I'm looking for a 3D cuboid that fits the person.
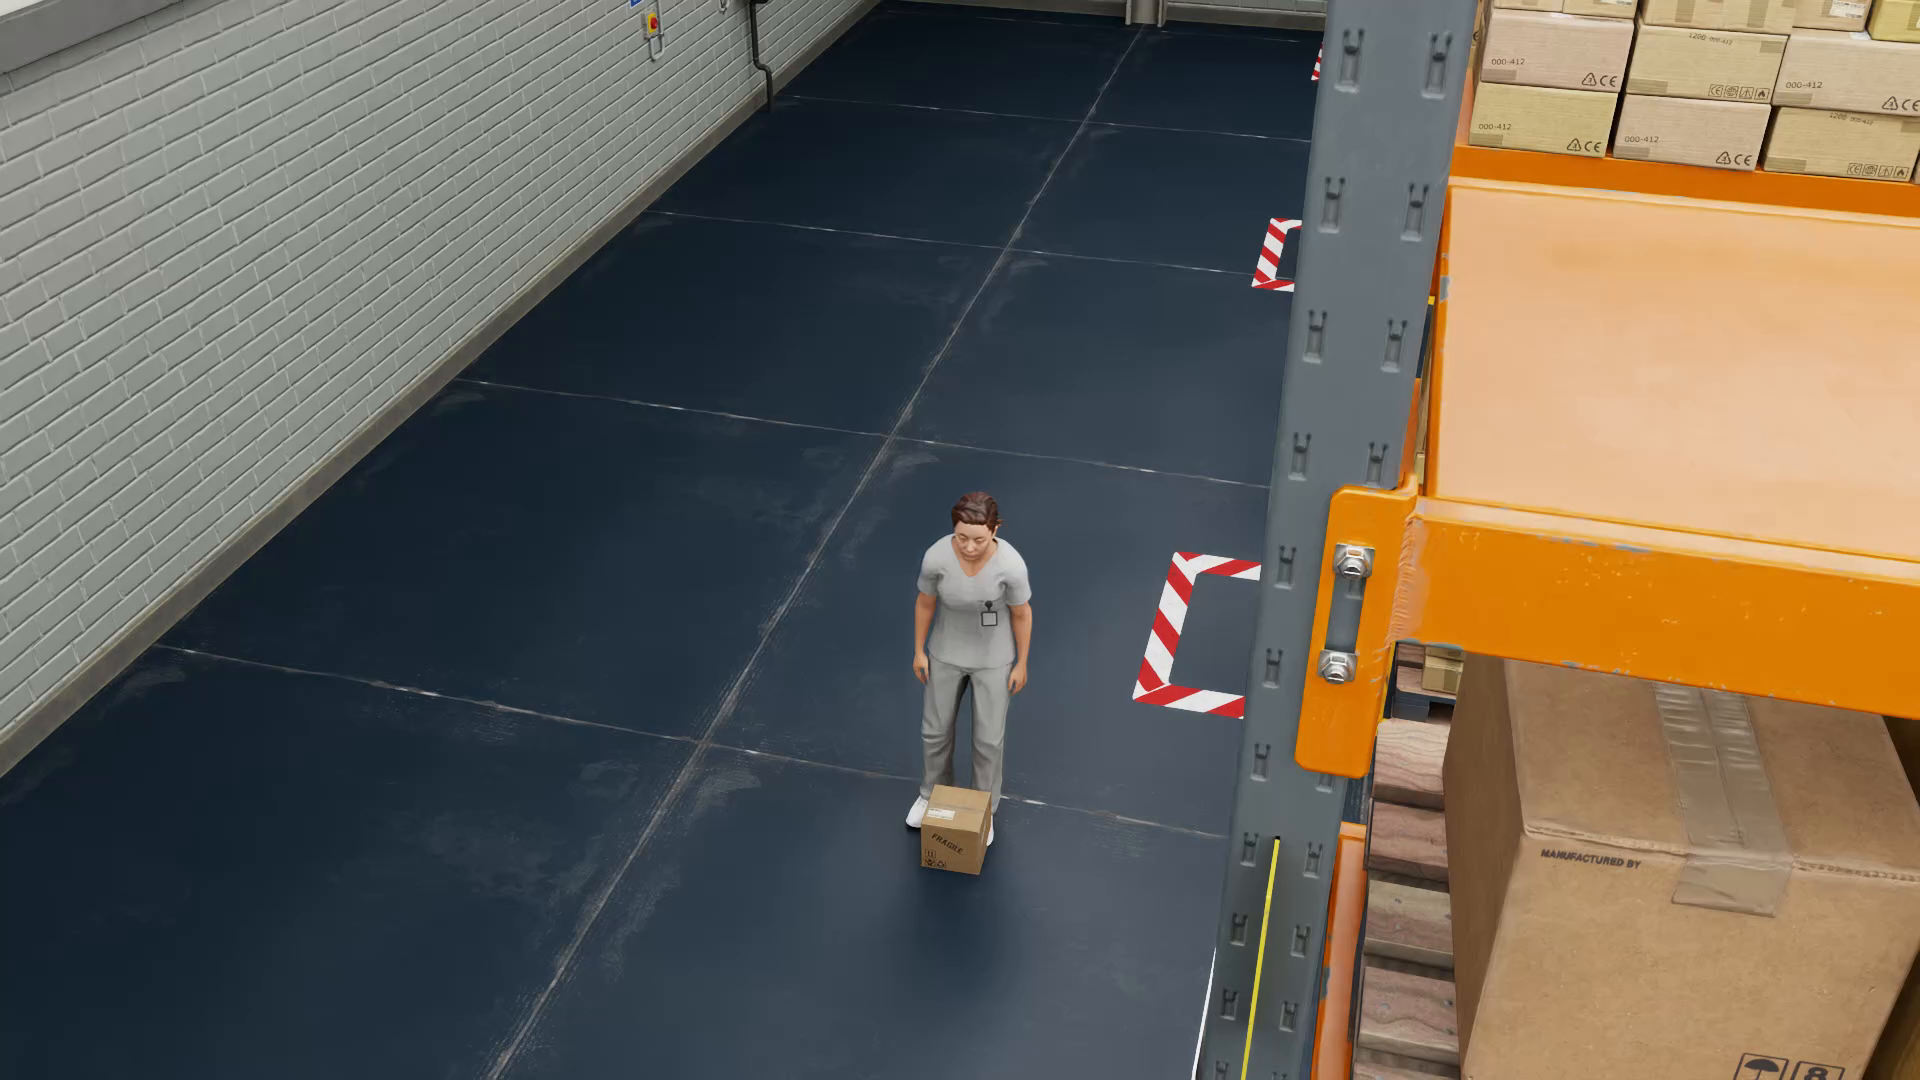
[{"bbox_3d":[0.027,0.513,6.865,0.485,1.672,0.408,8,34,13],"label":"person"}]
